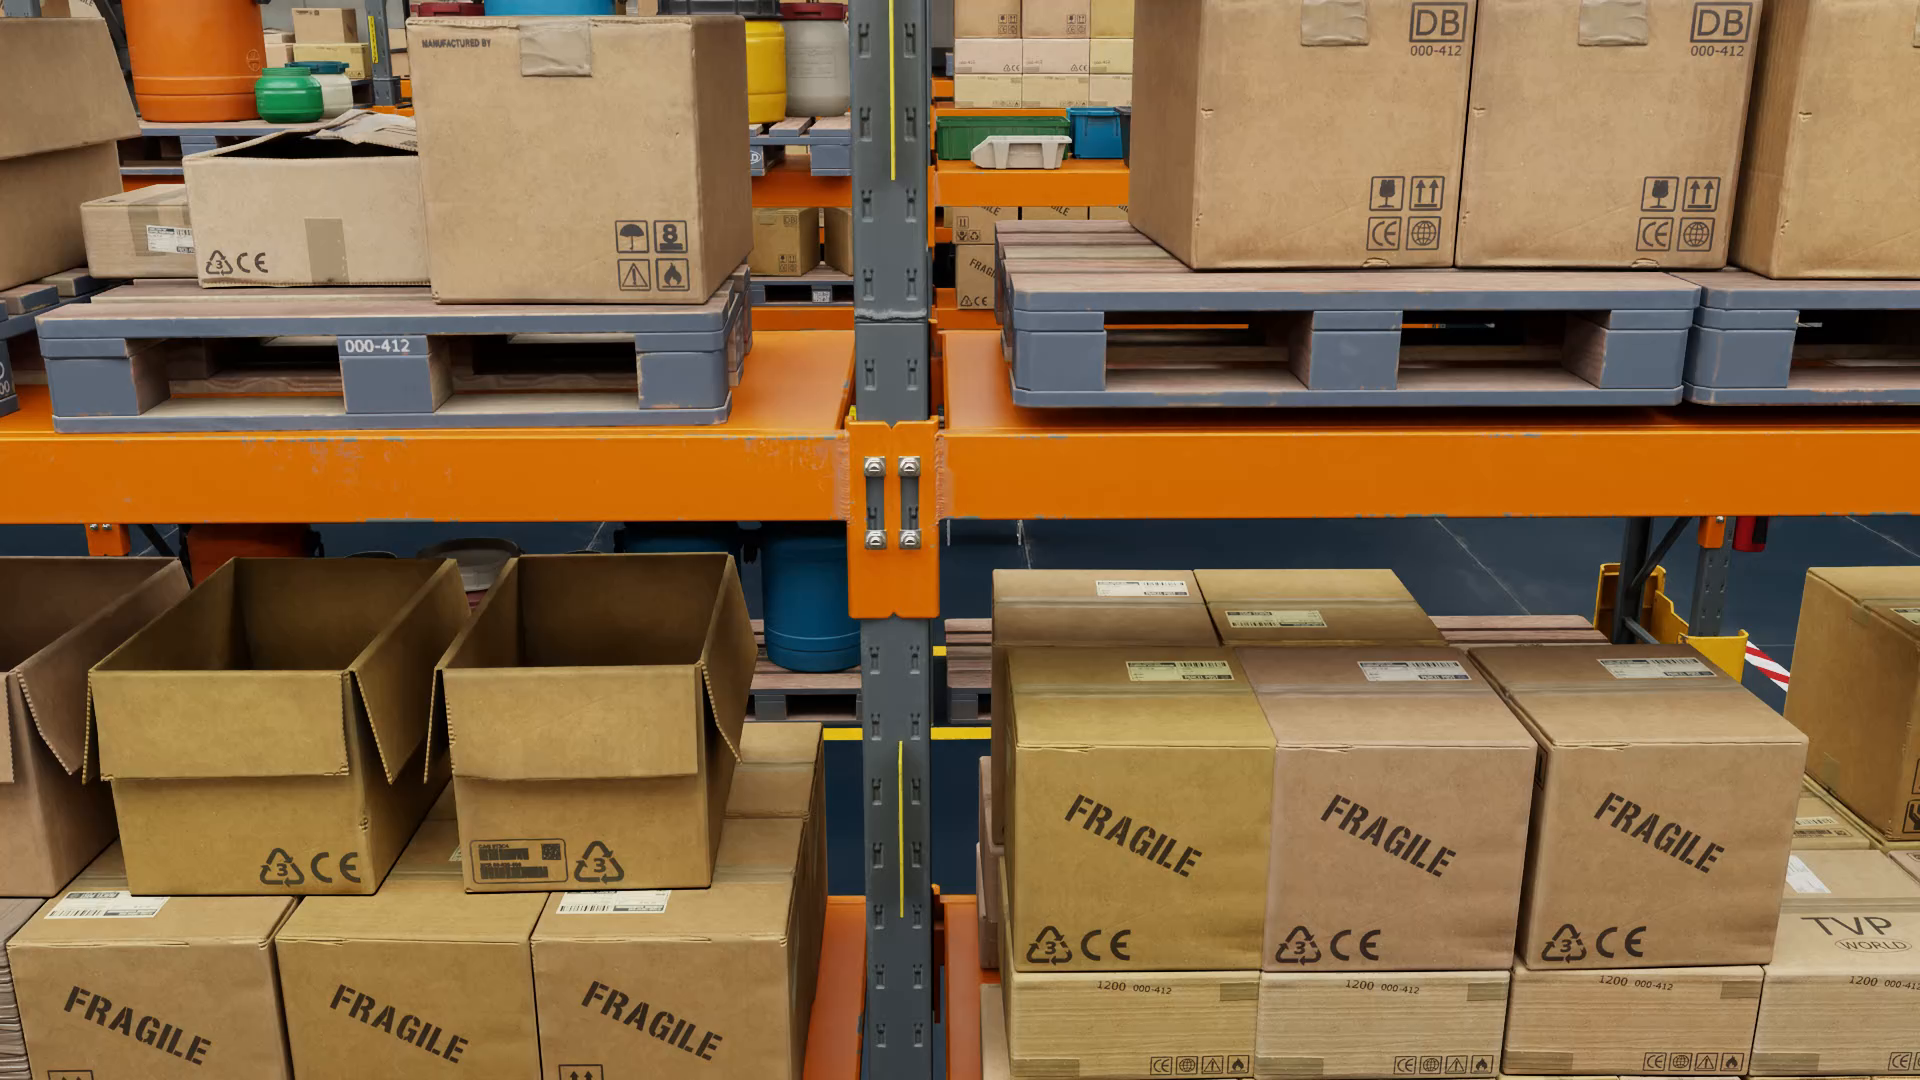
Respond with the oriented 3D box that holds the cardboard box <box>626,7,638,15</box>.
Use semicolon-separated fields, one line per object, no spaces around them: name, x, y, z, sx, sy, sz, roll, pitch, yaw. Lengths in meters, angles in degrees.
cardboard box;-3.351;-5.346;17.507;0.500;0.500;0.700;-1;18;-4

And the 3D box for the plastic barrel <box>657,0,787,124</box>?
plastic barrel;-1.117;-2.267;7.797;0.600;0.588;0.600;0;18;0

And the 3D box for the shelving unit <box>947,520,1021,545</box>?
shelving unit;0.166;-0.572;11.367;0.503;1.200;0.258;0;18;-1

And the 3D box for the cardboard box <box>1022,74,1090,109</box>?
cardboard box;0.708;-3.413;12.611;0.500;0.250;0.500;0;18;-1

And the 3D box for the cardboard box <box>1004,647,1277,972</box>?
cardboard box;0.353;0.546;3.466;0.500;0.500;0.500;0;18;-1

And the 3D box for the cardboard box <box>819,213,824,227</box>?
cardboard box;-1.473;-3.428;17.701;0.250;0.149;0.380;0;18;-1

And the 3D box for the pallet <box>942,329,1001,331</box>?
pallet;0.397;-2.293;18.350;1.213;0.211;1.003;0;18;-1

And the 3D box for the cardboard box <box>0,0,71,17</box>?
cardboard box;-7.095;-4.004;12.539;0.500;0.500;0.500;1;18;4

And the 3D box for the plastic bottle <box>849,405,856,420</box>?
plastic bottle;-0.605;-0.689;8.865;0.185;0.351;0.144;0;18;-1

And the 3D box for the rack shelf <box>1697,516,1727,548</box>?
rack shelf;1.792;-0.282;8.695;4.000;0.370;1.077;0;18;-1

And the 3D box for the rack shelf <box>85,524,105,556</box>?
rack shelf;-6.207;-0.244;8.575;4.000;0.370;1.077;0;18;-1

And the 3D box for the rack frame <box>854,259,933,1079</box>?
rack frame;-0.129;0.897;3.839;0.127;3.000;1.000;0;18;-1

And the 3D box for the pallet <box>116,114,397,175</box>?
pallet;-3.441;-1.908;7.984;1.213;0.211;1.003;0;18;-1

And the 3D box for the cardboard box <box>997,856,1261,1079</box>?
cardboard box;0.344;0.905;3.575;0.500;0.250;0.500;-1;18;-2

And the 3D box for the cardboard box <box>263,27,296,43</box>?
cardboard box;-7.199;-5.170;17.300;0.500;0.311;0.500;0;18;1

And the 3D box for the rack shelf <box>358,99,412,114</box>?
rack shelf;-6.281;-3.185;12.833;4.000;0.370;1.077;0;18;-1

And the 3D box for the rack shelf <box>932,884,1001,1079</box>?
rack shelf;1.870;1.230;3.979;4.000;0.370;1.077;0;18;-1

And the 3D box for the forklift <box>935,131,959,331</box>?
forklift;0.221;-2.851;15.636;3.031;2.935;1.130;0;18;1

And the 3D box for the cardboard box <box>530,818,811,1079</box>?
cardboard box;-0.593;0.935;3.557;0.500;0.500;0.500;0;18;-1

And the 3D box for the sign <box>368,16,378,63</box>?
sign;-4.281;-3.652;12.133;0.005;0.325;0.100;0;18;-1

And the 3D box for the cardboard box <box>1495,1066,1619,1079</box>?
cardboard box;1.216;1.111;3.584;0.250;0.149;0.380;-1;18;-2

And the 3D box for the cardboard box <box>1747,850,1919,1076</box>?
cardboard box;1.853;0.900;3.590;0.500;0.250;0.500;0;18;-1

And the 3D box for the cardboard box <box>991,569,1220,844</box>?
cardboard box;0.326;0.386;3.964;0.500;0.500;0.500;0;18;1

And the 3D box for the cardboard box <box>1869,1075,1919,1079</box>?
cardboard box;1.991;1.107;3.596;0.250;0.149;0.380;0;18;0

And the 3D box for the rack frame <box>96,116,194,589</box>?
rack frame;-4.207;-0.596;8.495;0.127;3.000;1.000;0;18;-1

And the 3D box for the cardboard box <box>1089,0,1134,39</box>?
cardboard box;1.205;-4.058;12.575;0.500;0.500;0.700;0;18;-1

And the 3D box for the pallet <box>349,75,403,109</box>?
pallet;-4.959;-3.417;12.686;1.003;0.211;1.213;1;18;2

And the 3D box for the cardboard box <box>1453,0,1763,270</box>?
cardboard box;1.190;-0.849;3.359;0.500;0.500;0.700;1;18;2

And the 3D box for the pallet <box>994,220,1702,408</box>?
pallet;0.689;-0.489;3.397;1.213;0.211;1.003;0;18;-1

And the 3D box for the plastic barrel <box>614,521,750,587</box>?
plastic barrel;-1.460;0.185;8.809;0.708;0.901;0.600;0;18;-1

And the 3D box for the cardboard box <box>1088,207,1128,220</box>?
cardboard box;1.223;-2.573;12.858;0.500;0.500;0.500;-1;18;-2

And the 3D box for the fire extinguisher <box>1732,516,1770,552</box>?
fire extinguisher;3.950;-0.282;8.254;0.183;0.674;0.296;0;18;-1

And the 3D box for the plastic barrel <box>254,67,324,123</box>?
plastic barrel;-3.144;-2.085;7.793;0.294;0.245;0.294;0;18;0

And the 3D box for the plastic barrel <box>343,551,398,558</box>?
plastic barrel;-3.155;0.351;8.928;0.421;0.512;0.421;0;18;0

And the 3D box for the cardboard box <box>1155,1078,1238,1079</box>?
cardboard box;0.434;1.116;3.570;0.250;0.149;0.380;-1;18;-3

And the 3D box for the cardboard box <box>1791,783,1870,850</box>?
cardboard box;1.842;0.738;4.096;0.500;0.250;0.500;-1;18;-2

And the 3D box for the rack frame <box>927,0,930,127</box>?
rack frame;-0.208;-3.472;7.639;0.127;3.000;1.000;0;18;-1

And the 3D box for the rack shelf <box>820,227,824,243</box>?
rack shelf;-2.364;-3.289;18.067;4.000;0.370;1.077;0;18;-1

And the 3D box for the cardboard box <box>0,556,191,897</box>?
cardboard box;-2.076;0.385;3.630;0.637;0.503;0.797;0;18;1

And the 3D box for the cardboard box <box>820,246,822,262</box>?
cardboard box;-1.901;-2.769;18.102;0.750;0.750;0.750;0;18;1

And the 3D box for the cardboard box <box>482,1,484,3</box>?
cardboard box;-3.335;-4.064;12.593;0.500;0.500;0.500;0;18;-1

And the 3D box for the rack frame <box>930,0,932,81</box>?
rack frame;-0.282;-4.985;12.355;0.127;3.000;1.000;0;18;-1

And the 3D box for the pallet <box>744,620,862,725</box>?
pallet;-0.980;0.703;9.009;1.213;0.211;1.003;0;18;-1

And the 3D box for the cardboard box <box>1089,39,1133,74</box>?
cardboard box;1.208;-3.651;12.536;0.500;0.250;0.500;0;18;-1

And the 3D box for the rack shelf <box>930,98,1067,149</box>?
rack shelf;1.718;-3.224;12.953;4.000;0.370;1.077;0;18;-1

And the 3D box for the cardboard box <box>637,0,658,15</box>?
cardboard box;-2.121;-3.865;12.758;0.600;0.600;0.600;-1;18;-3

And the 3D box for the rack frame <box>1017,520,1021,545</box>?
rack frame;0.409;-0.573;11.370;0.015;1.200;0.240;0;18;-1

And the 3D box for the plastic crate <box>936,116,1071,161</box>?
plastic crate;0.211;-2.037;8.423;0.662;0.188;0.450;0;18;-1

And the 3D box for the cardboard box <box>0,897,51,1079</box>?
cardboard box;-2.111;0.941;3.539;0.500;0.500;0.500;0;18;-1

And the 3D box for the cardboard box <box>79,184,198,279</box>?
cardboard box;-1.621;-0.650;3.476;0.250;0.149;0.380;-1;18;-3

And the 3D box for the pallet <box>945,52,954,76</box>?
pallet;0.454;-5.028;17.545;1.213;0.211;1.003;0;18;-1

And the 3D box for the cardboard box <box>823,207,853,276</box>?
cardboard box;-0.759;-2.442;13.398;0.500;0.500;0.700;-6;19;-19
